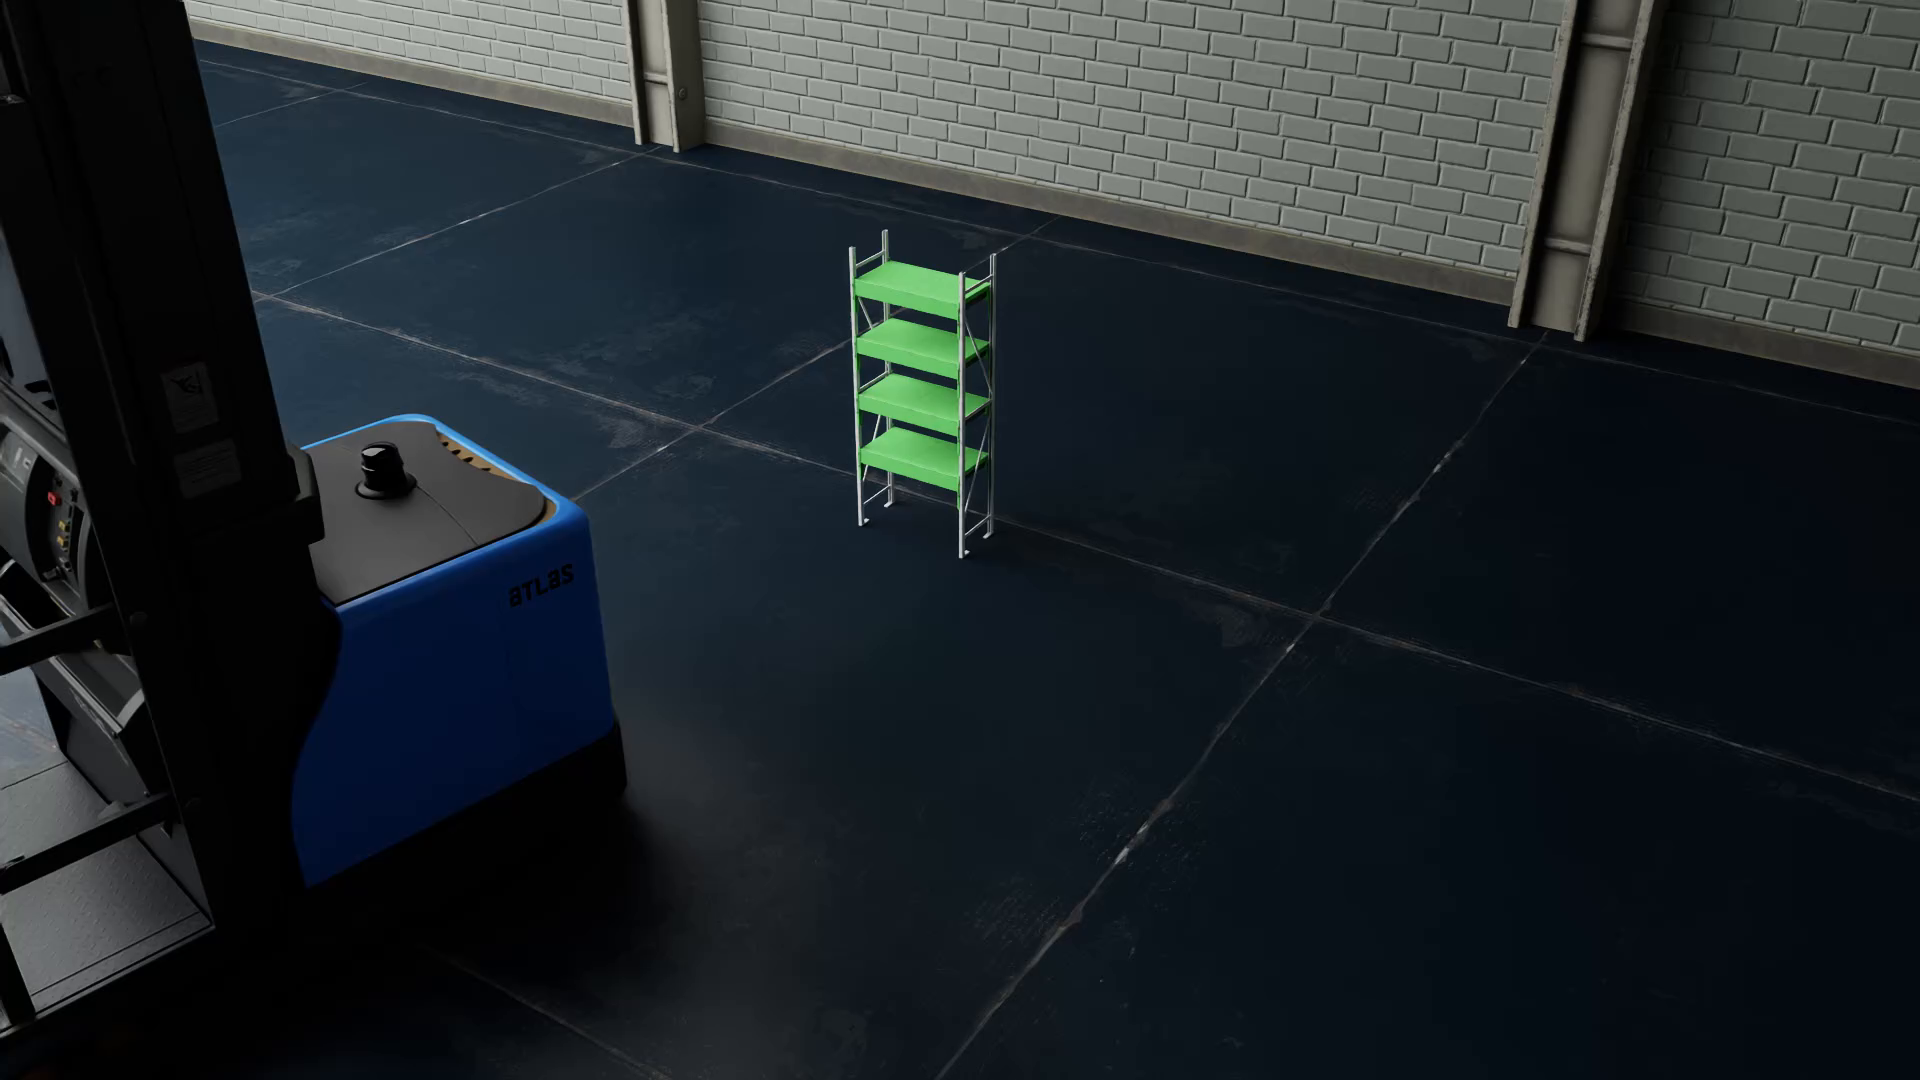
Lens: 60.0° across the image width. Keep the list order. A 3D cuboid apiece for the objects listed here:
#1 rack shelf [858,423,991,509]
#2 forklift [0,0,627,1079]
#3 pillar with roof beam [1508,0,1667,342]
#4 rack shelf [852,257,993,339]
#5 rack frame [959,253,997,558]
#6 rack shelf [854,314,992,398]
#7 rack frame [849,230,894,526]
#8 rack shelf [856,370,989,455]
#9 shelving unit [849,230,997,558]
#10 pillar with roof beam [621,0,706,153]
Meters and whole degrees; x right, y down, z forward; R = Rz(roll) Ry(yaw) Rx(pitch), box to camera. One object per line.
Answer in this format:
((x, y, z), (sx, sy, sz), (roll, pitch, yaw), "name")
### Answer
((-0.140, -0.300, 6.677), (0.480, 0.148, 0.258), (18, 35, 27), "rack shelf")
((-2.453, -0.070, 3.961), (1.130, 2.935, 3.031), (27, 40, 38), "forklift")
((0.812, -3.178, 3.266), (0.400, 9.000, 9.100), (18, 35, 27), "pillar with roof beam")
((-0.140, -0.922, 6.314), (0.480, 0.148, 0.258), (18, 35, 27), "rack shelf")
((0.066, -0.497, 6.412), (0.015, 1.200, 0.240), (18, 35, 27), "rack frame")
((-0.140, -0.715, 6.435), (0.480, 0.148, 0.258), (18, 35, 27), "rack shelf")
((-0.347, -0.628, 6.636), (0.015, 1.200, 0.240), (18, 35, 27), "rack frame")
((-0.140, -0.507, 6.556), (0.480, 0.148, 0.258), (18, 35, 27), "rack shelf")
((-0.140, -0.563, 6.524), (0.503, 1.200, 0.258), (18, 35, 27), "shelving unit")
((-4.270, -4.785, 6.022), (0.400, 9.000, 9.100), (18, 35, 27), "pillar with roof beam")
